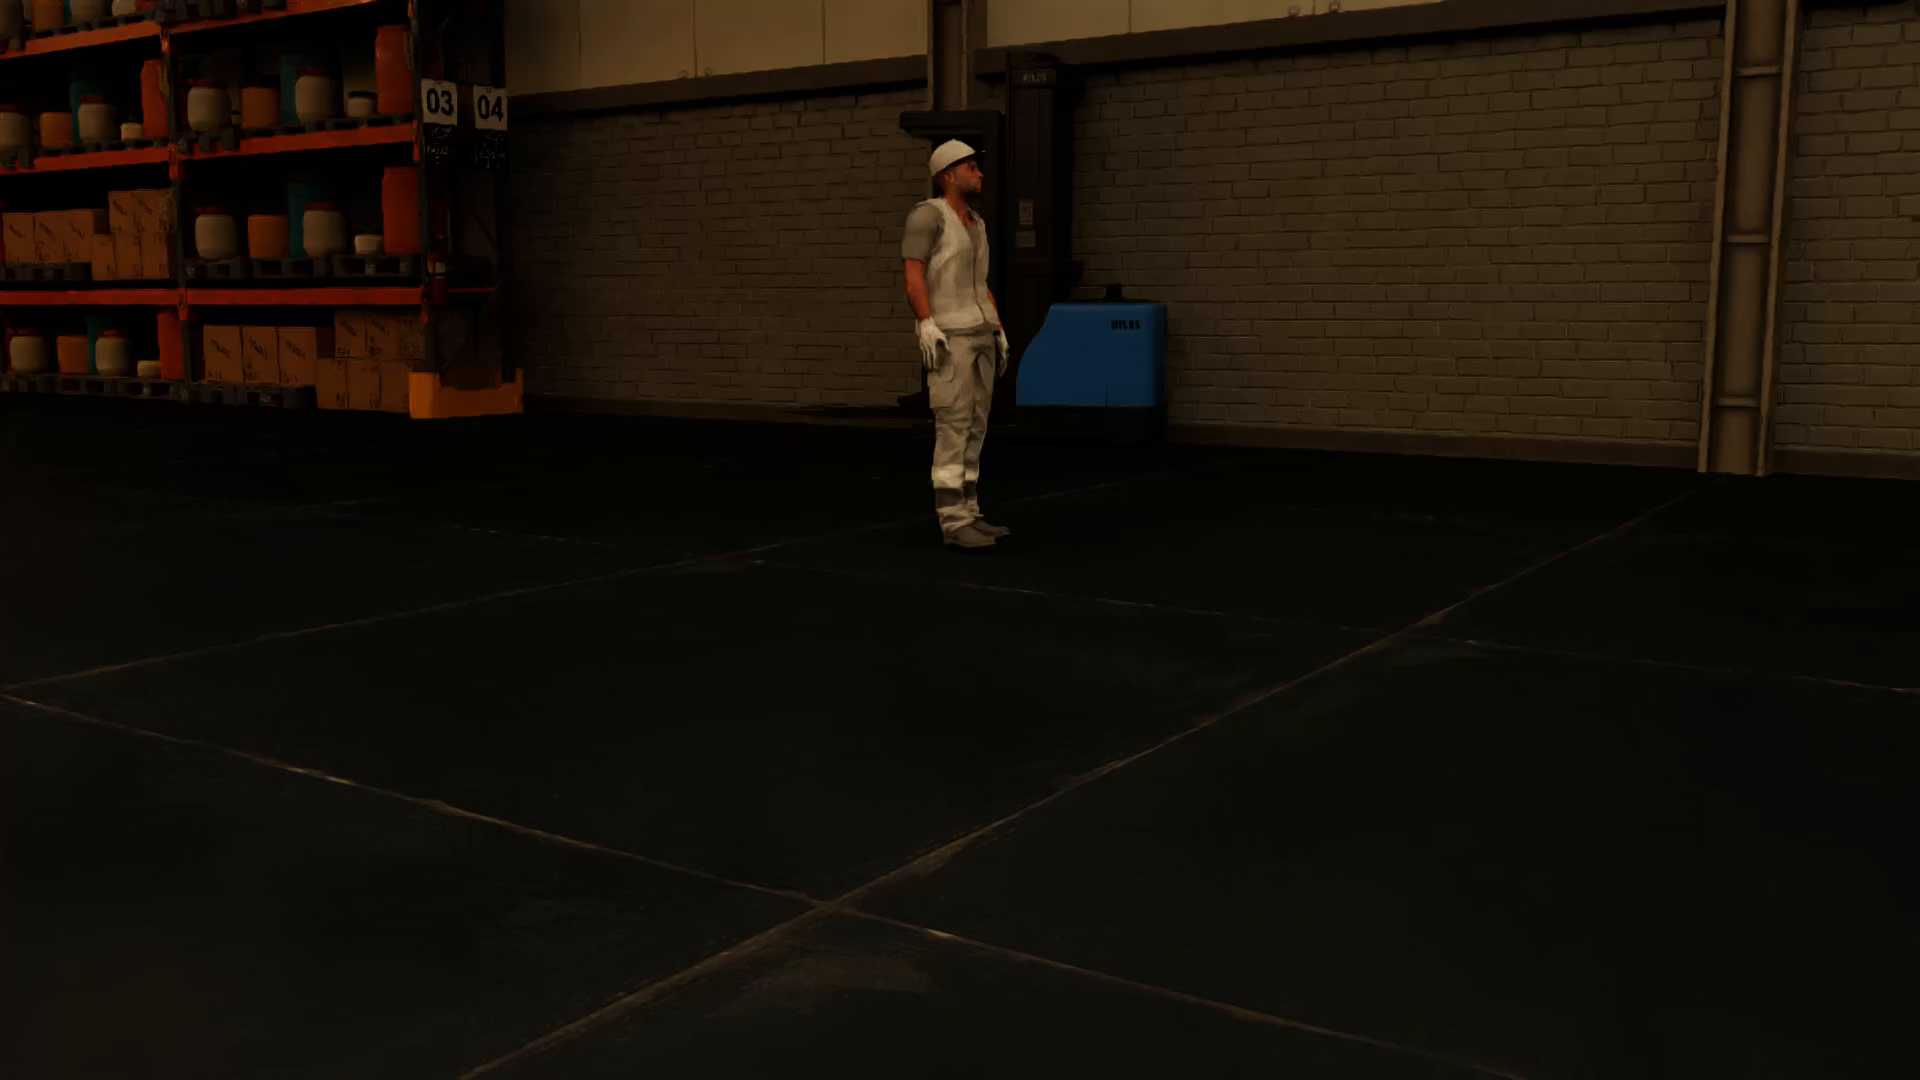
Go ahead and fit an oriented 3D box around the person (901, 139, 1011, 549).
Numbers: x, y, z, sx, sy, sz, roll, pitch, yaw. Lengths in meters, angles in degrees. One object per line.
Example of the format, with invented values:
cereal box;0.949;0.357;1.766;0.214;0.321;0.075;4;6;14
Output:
person;0.061;-0.885;7.423;0.563;1.787;0.637;5;10;34

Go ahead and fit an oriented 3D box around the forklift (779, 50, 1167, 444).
forklift;0.107;-2.253;13.034;3.031;2.935;1.130;2;8;14
